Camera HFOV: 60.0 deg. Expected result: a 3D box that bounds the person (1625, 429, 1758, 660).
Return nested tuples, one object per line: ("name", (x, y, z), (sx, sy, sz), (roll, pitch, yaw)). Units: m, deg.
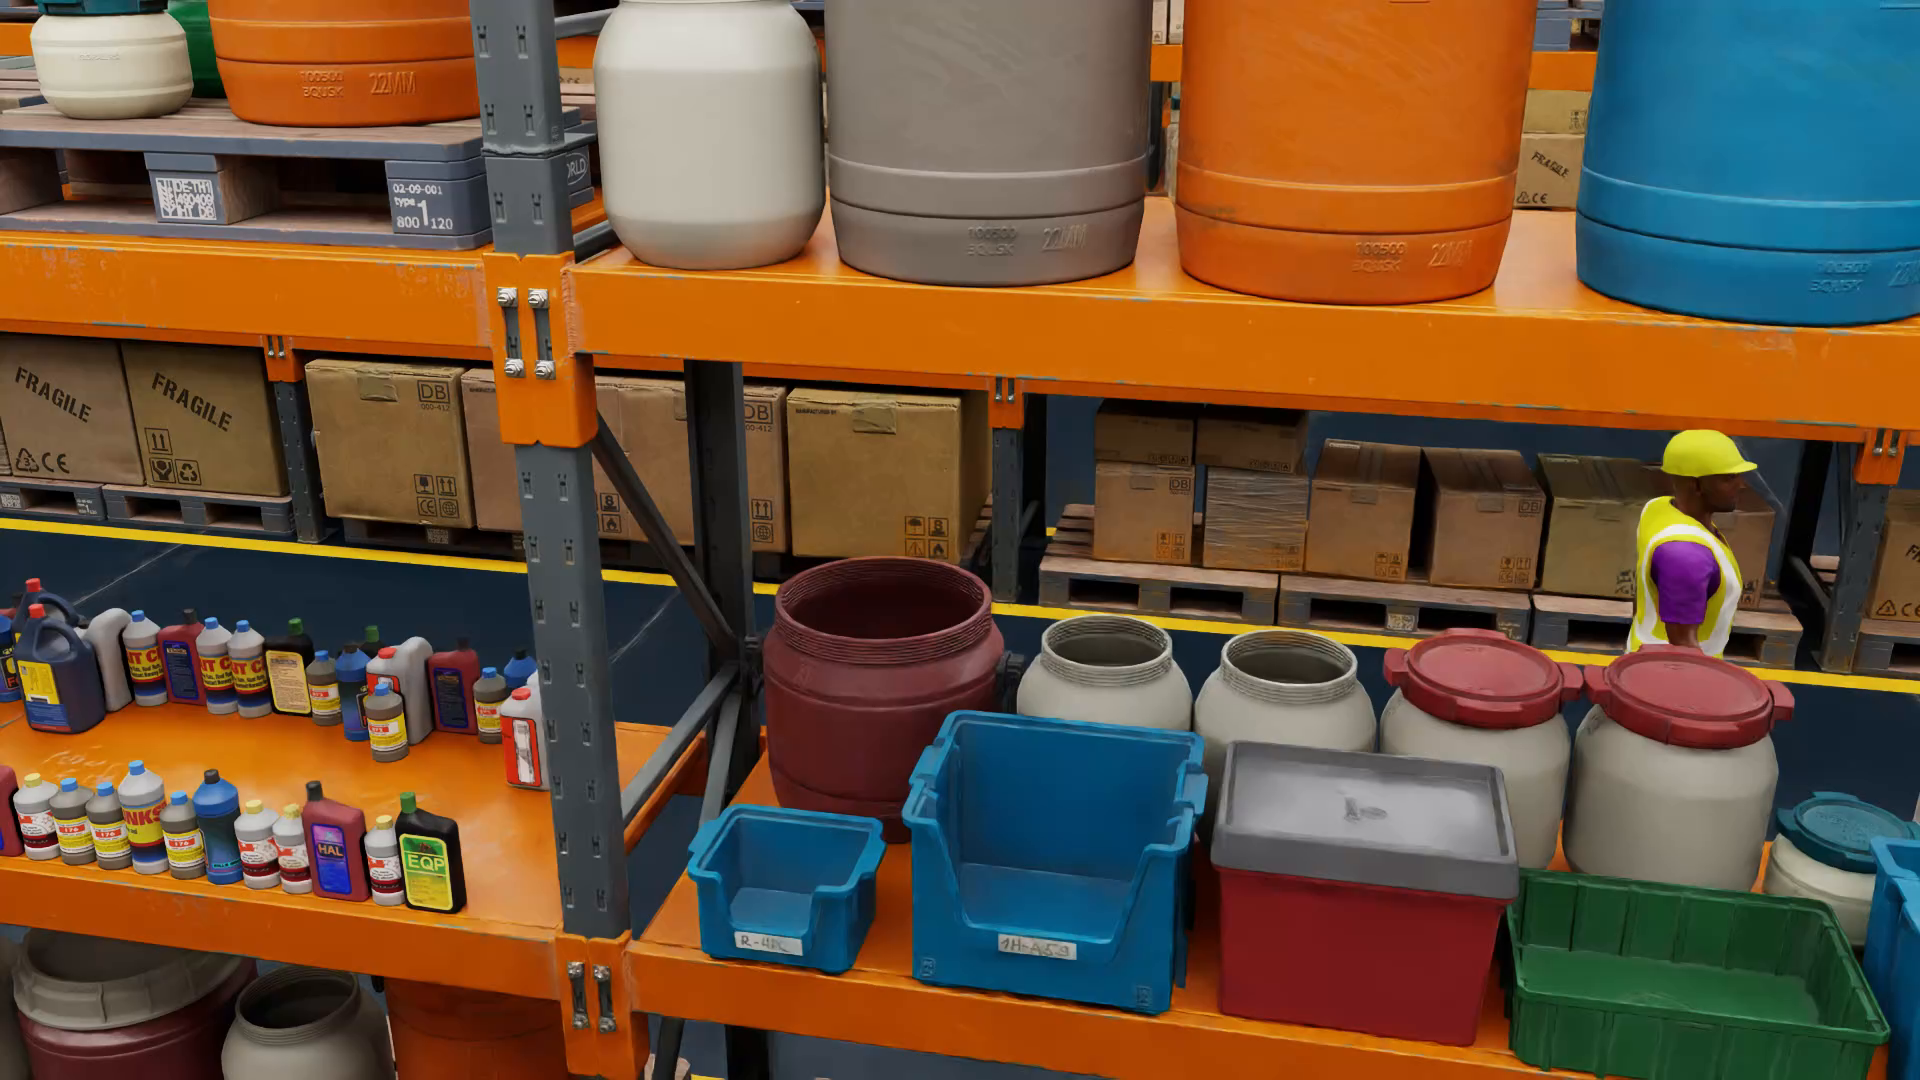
("person", (2.500, 0.493, 5.815), (0.563, 1.823, 0.617), (8, 23, 21))
